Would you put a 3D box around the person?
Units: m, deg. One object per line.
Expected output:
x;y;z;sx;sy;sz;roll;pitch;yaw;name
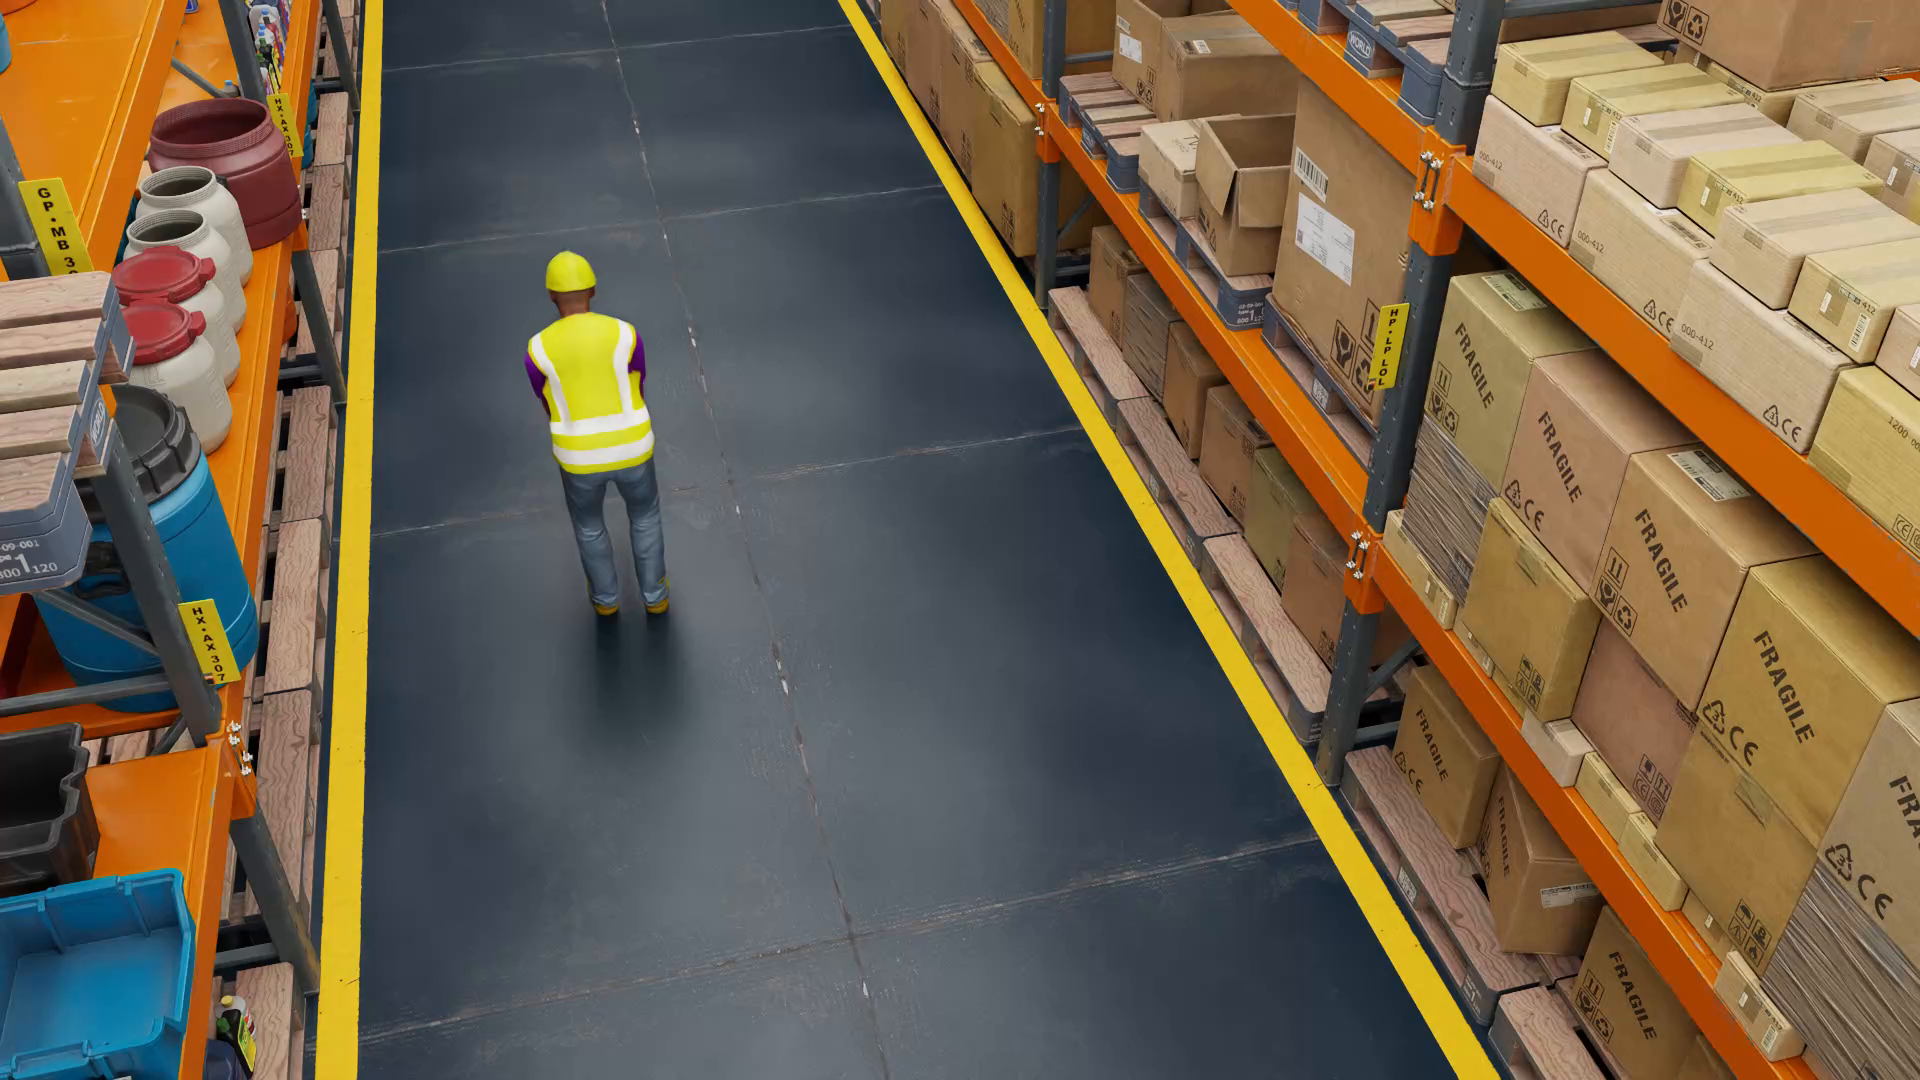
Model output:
-1.588;-0.442;7.299;0.498;1.718;0.611;-10;39;-13;person
